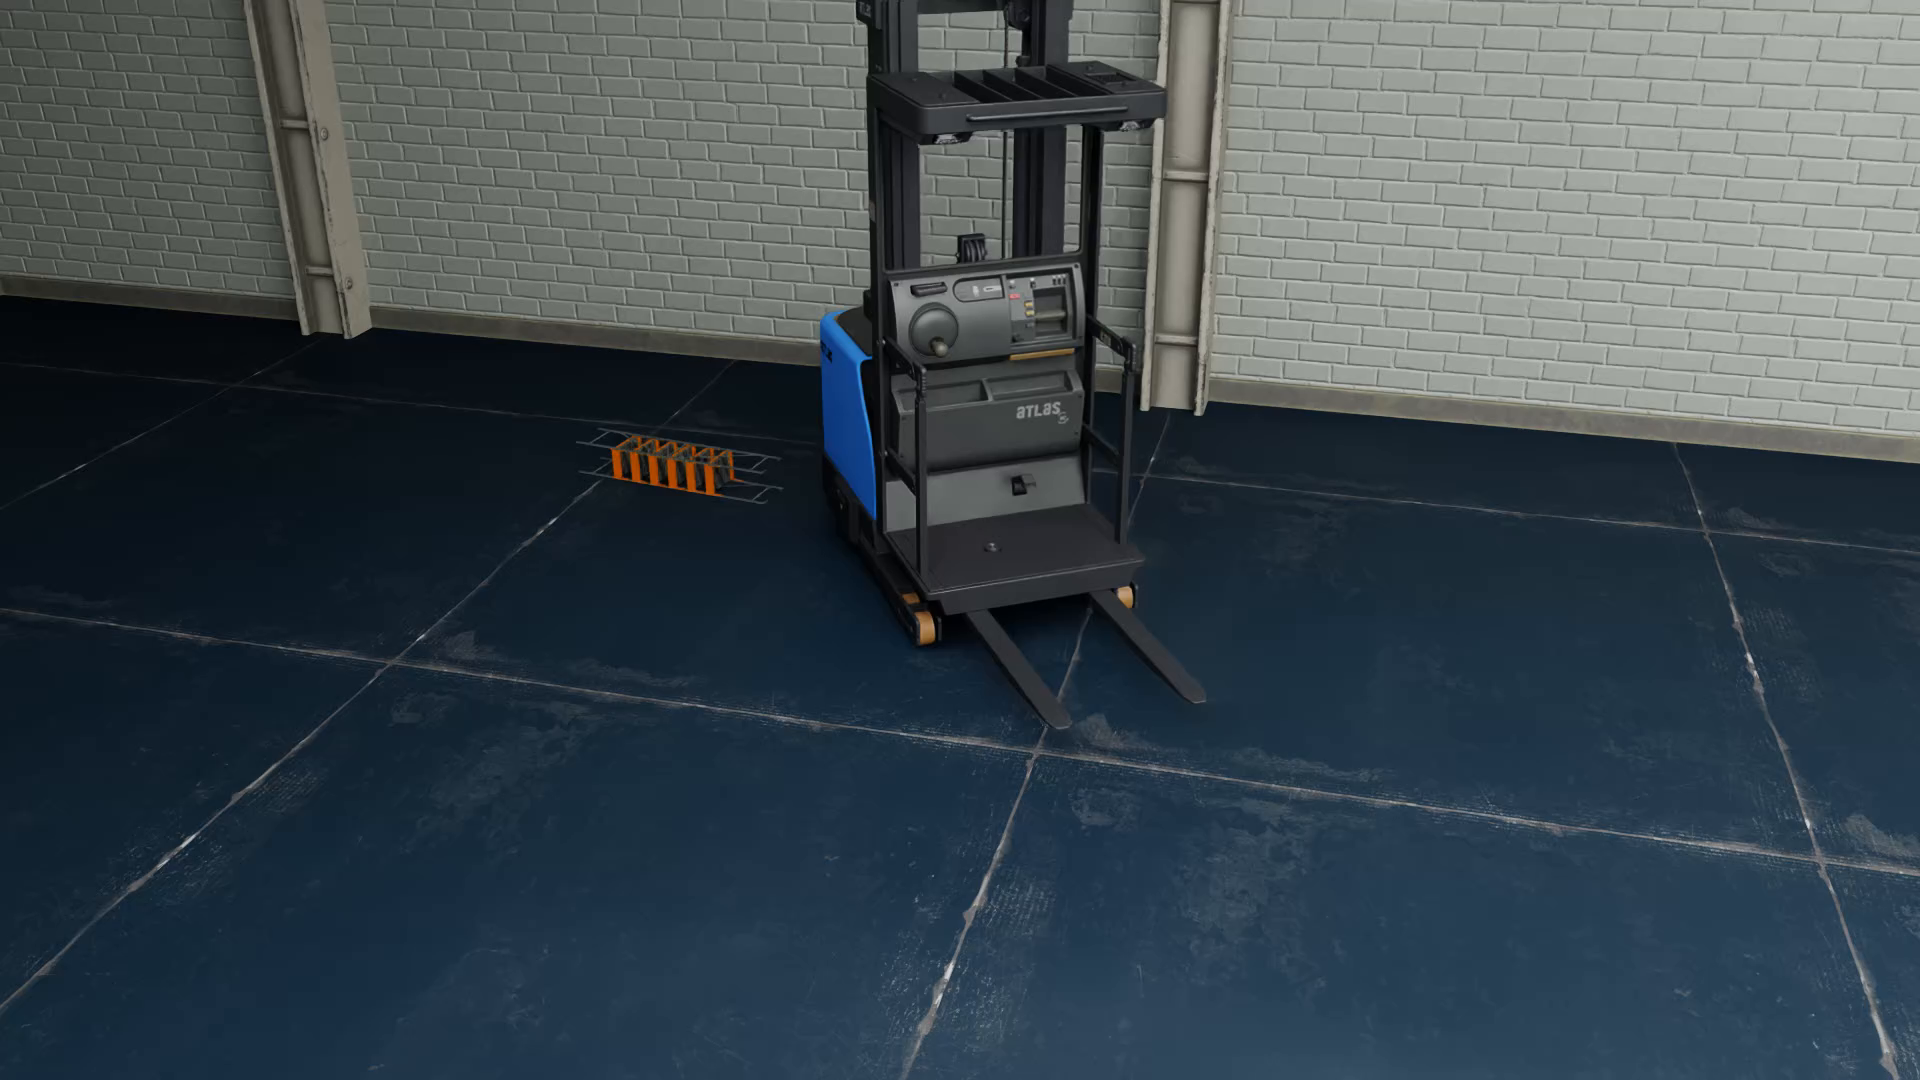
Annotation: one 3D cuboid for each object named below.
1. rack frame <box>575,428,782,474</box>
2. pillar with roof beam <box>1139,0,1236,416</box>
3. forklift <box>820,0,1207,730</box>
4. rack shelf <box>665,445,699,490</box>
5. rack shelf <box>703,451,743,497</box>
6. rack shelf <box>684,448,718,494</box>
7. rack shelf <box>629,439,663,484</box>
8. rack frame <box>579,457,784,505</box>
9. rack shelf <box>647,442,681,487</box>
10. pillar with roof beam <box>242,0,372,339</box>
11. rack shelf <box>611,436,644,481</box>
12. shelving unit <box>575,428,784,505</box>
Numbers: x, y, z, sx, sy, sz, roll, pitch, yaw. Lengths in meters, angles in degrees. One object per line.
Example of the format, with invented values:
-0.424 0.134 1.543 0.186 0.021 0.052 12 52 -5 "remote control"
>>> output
-1.592 -0.507 9.376 1.200 0.006 0.240 10 27 20 "rack frame"
0.287 -3.131 4.857 0.400 9.000 9.100 6 26 13 "pillar with roof beam"
0.207 -1.028 7.499 1.130 2.935 3.031 -8 27 -17 "forklift"
-1.550 -0.417 9.400 0.103 0.180 0.258 10 27 20 "rack shelf"
-1.328 -0.378 9.318 0.103 0.180 0.258 10 27 20 "rack shelf"
-1.439 -0.397 9.359 0.103 0.180 0.258 10 27 20 "rack shelf"
-1.773 -0.456 9.482 0.103 0.180 0.258 10 27 20 "rack shelf"
-1.592 -0.341 9.455 1.200 0.006 0.240 10 27 20 "rack frame"
-1.662 -0.436 9.441 0.103 0.180 0.258 10 27 20 "rack shelf"
-5.524 -3.773 6.207 0.400 9.000 9.100 6 26 13 "pillar with roof beam"
-1.884 -0.475 9.523 0.103 0.180 0.258 10 27 20 "rack shelf"
-1.592 -0.424 9.415 1.200 0.189 0.258 10 27 20 "shelving unit"
